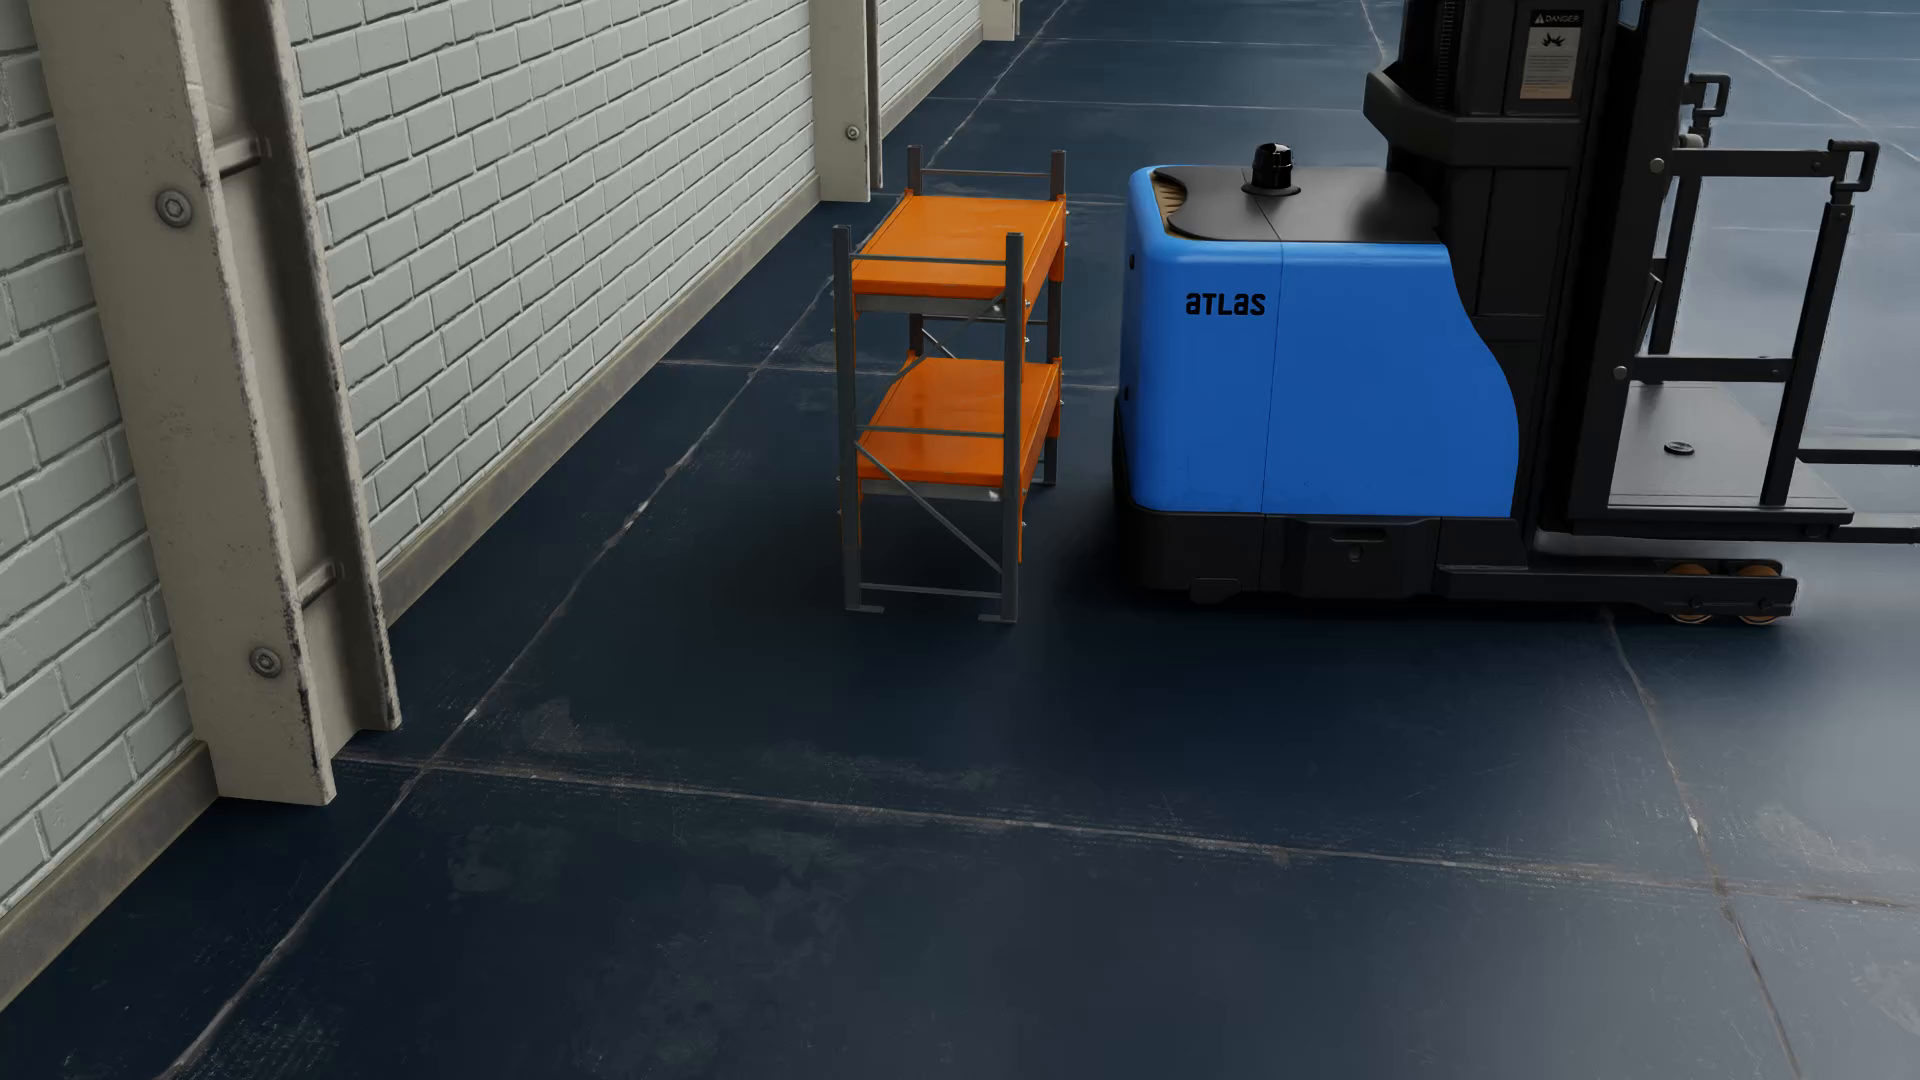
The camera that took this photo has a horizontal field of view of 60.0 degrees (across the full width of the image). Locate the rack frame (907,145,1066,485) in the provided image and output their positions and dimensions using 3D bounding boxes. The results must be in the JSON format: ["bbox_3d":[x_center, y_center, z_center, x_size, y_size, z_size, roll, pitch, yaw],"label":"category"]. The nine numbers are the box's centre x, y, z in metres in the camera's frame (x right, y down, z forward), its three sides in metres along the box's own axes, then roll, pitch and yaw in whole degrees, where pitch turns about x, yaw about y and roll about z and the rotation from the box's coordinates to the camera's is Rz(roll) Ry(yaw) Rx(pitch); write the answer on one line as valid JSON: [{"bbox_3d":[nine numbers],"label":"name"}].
[{"bbox_3d":[0.082,-0.719,5.460,0.500,1.125,0.032,4,25,9],"label":"rack frame"}]

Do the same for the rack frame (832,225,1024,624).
[{"bbox_3d":[-0.084,-0.294,4.551,0.500,1.125,0.032,4,25,9],"label":"rack frame"}]

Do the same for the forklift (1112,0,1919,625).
[{"bbox_3d":[2.011,-1.317,4.605,3.031,2.935,1.130,1,25,2],"label":"forklift"}]

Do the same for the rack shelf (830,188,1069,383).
[{"bbox_3d":[-0.001,-0.772,4.881,0.538,0.278,1.000,4,25,9],"label":"rack shelf"}]

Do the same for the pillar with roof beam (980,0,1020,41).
[{"bbox_3d":[4.596,-8.264,12.289,9.100,9.000,0.400,4,25,9],"label":"pillar with roof beam"}]

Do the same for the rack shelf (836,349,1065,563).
[{"bbox_3d":[-0.001,-0.285,5.109,0.538,0.278,1.000,4,25,9],"label":"rack shelf"}]

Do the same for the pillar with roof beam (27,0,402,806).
[{"bbox_3d":[2.635,-3.245,1.567,9.100,9.000,0.400,4,25,9],"label":"pillar with roof beam"}]

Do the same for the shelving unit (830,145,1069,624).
[{"bbox_3d":[-0.001,-0.507,5.005,0.538,1.125,1.048,4,25,9],"label":"shelving unit"}]

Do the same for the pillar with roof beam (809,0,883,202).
[{"bbox_3d":[3.616,-5.754,6.928,9.100,9.000,0.400,4,25,9],"label":"pillar with roof beam"}]
